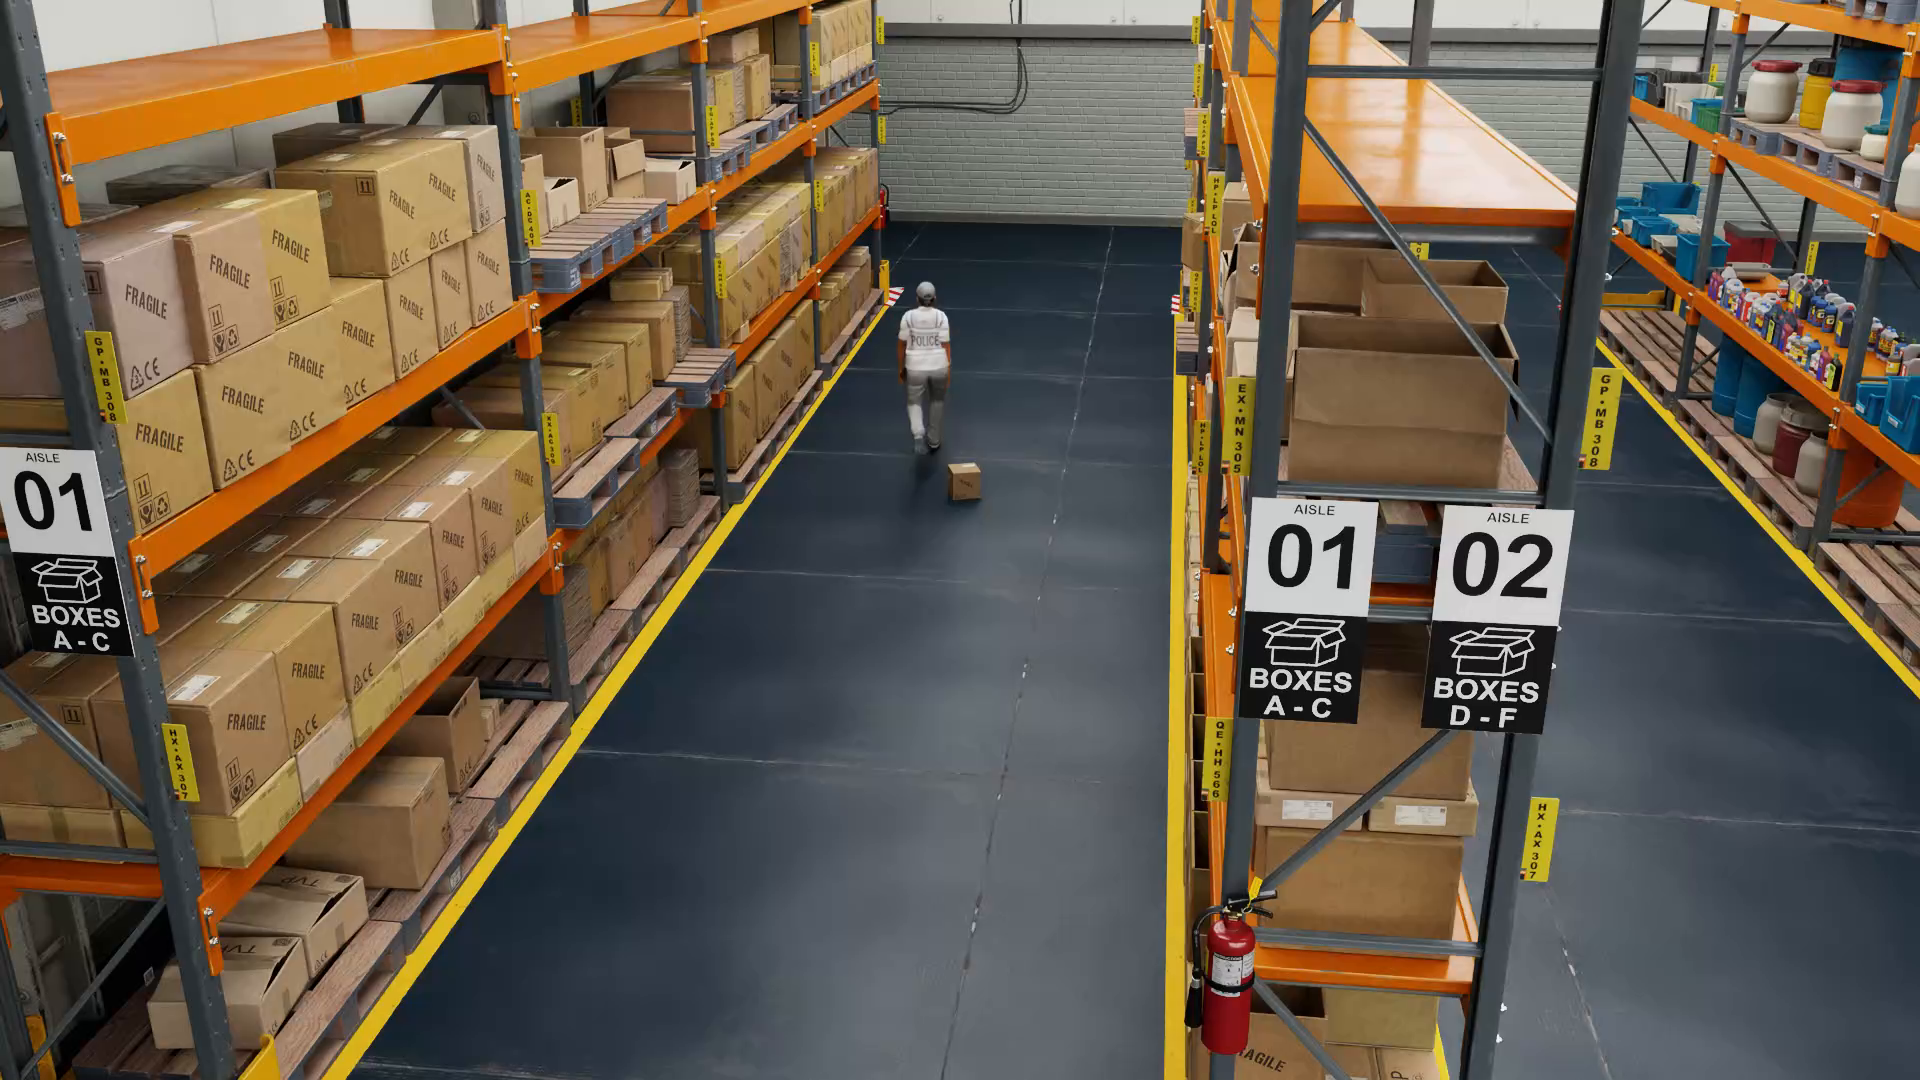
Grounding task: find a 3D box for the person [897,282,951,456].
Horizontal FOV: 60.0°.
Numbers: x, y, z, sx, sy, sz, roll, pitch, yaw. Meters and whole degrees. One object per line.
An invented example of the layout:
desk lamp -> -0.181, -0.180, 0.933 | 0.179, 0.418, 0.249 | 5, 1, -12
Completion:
person -> -0.333, -1.593, 15.530 | 0.499, 1.626, 0.809 | -1, 21, -2
